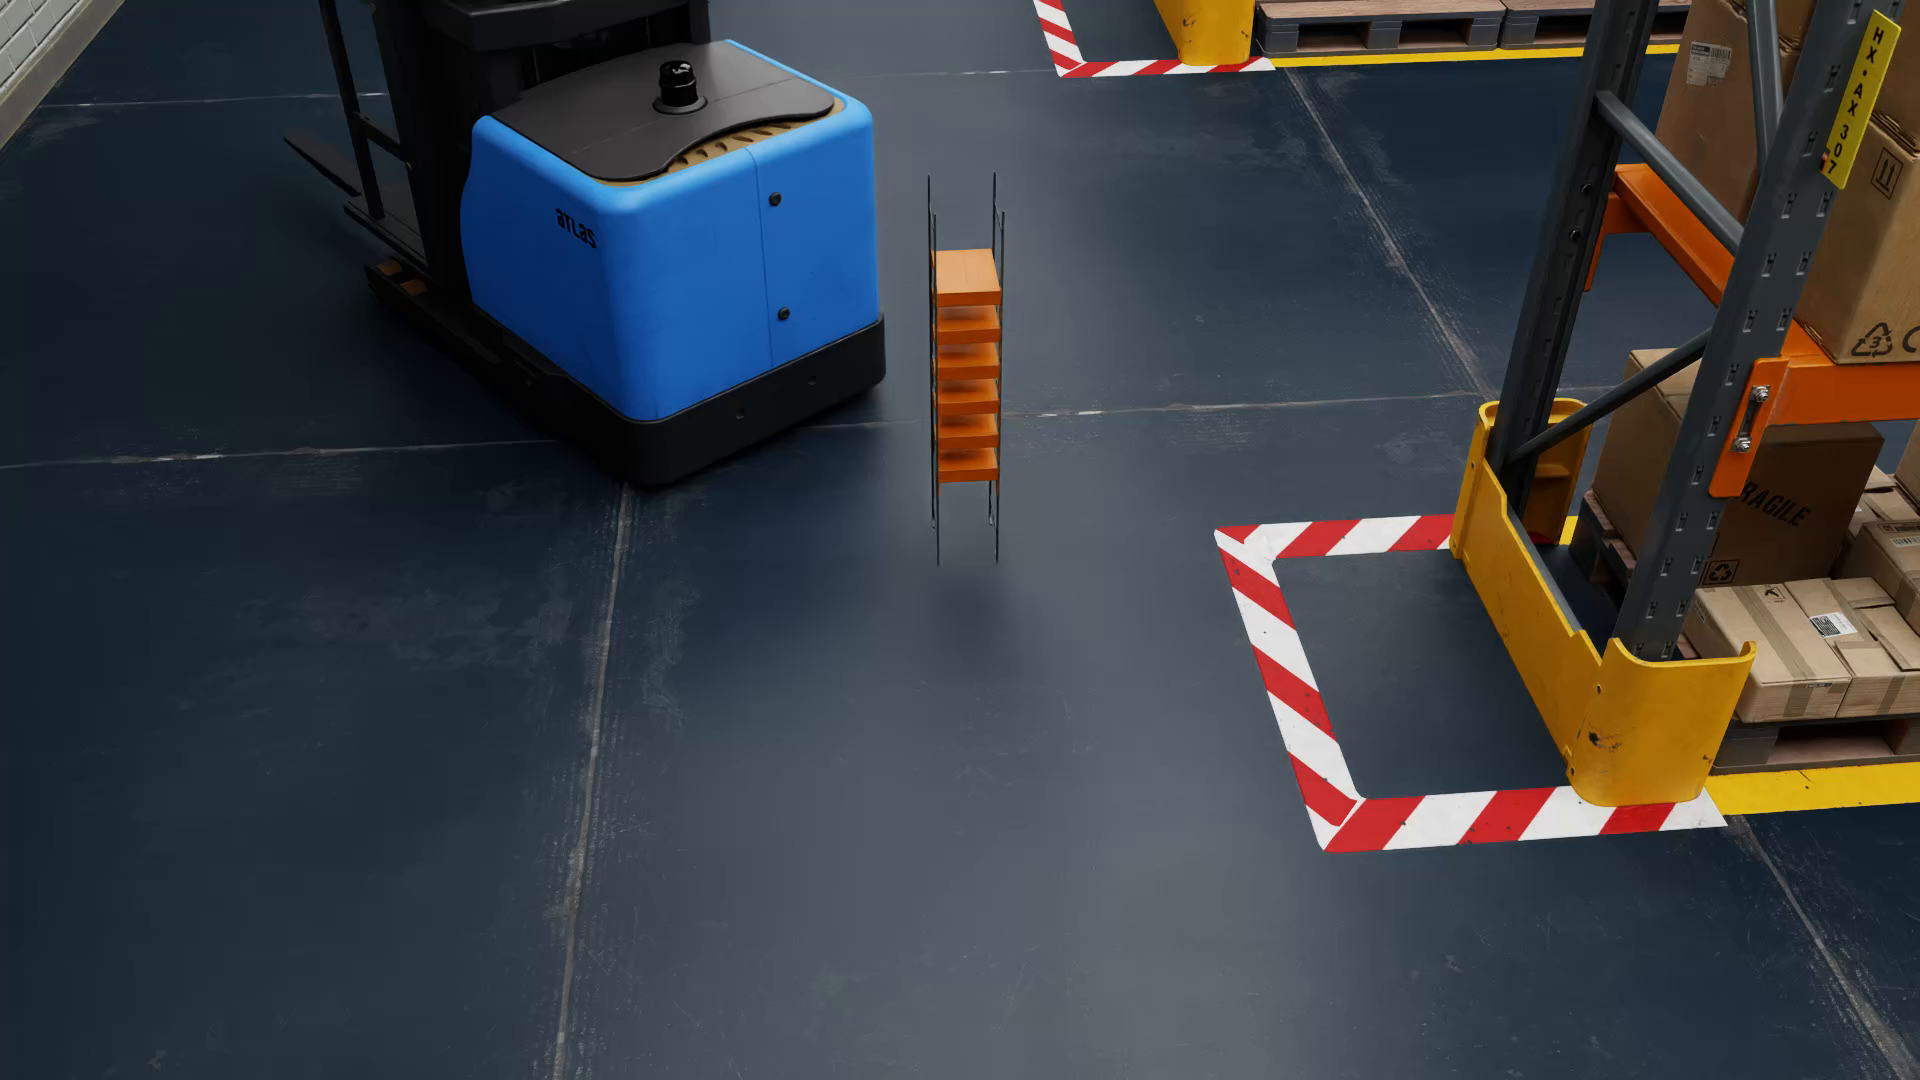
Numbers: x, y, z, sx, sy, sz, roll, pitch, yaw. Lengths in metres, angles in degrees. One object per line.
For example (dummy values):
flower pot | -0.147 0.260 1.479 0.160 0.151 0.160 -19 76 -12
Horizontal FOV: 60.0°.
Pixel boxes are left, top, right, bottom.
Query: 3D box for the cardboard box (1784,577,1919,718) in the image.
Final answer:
cardboard box | 2.375 0.275 4.411 0.250 0.166 0.380 -3 38 -4

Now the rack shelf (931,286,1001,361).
rack shelf | 0.014 -0.625 4.758 0.180 0.103 0.258 -3 38 -4

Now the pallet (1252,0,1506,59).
pallet | 2.068 -2.822 8.657 1.213 0.211 1.003 -3 38 -4

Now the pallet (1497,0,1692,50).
pallet | 3.281 -2.887 8.739 1.213 0.211 1.003 -3 38 -4

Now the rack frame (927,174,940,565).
rack frame | -0.077 -0.467 4.873 0.006 1.200 0.240 -3 38 -4

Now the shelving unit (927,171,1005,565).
shelving unit | 0.014 -0.472 4.879 0.189 1.200 0.258 -3 38 -4

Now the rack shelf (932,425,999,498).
rack shelf | 0.014 -0.249 5.056 0.180 0.103 0.258 -3 38 -4

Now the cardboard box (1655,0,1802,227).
cardboard box | 2.100 -1.071 4.105 0.500 0.500 0.500 -2 38 -3

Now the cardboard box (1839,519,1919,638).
cardboard box | 2.743 0.185 4.459 0.500 0.250 0.500 -3 38 -4

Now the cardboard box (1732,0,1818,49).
cardboard box | 2.097 -1.465 3.798 0.500 0.500 0.500 -3 38 -4

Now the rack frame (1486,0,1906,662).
rack frame | 1.678 -0.839 3.892 0.127 3.000 1.000 -3 38 -4

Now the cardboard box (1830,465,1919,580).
cardboard box | 2.609 -0.048 4.822 0.250 0.166 0.380 -3 38 -4

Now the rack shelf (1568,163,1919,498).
rack shelf | 3.670 -0.667 4.254 4.000 0.370 1.077 -3 38 -4

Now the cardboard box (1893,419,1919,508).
cardboard box | 3.147 -0.148 4.881 0.500 0.250 0.500 -3 38 -4

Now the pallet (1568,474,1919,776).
pallet | 2.548 0.207 4.818 1.213 0.211 1.003 -3 38 -4

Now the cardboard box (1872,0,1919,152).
cardboard box | 2.144 -1.133 3.376 0.500 0.500 0.500 -2 38 -3

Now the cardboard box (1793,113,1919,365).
cardboard box | 2.144 -0.740 3.686 0.500 0.500 0.500 -2 38 -3

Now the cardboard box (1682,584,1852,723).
cardboard box | 2.126 0.296 4.400 0.250 0.149 0.380 -3 38 -4

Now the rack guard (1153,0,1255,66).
rack guard | 1.221 -2.905 8.528 0.348 0.500 1.175 -3 38 -4

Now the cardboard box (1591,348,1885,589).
cardboard box | 2.198 -0.213 4.761 0.500 0.500 0.500 -3 38 -4

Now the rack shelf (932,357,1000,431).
rack shelf | 0.014 -0.437 4.907 0.180 0.103 0.258 -3 38 -4

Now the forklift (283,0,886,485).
forklift | -1.624 -2.156 5.617 1.130 2.935 3.031 -29 47 -32

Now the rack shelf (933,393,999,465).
rack shelf | 0.014 -0.343 4.981 0.180 0.103 0.258 -3 38 -4

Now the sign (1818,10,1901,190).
sign | 1.727 -0.845 3.200 0.005 0.325 0.100 -3 38 -4

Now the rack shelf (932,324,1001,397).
rack shelf | 0.014 -0.531 4.833 0.180 0.103 0.258 -3 38 -4

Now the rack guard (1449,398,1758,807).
rack guard | 1.754 0.138 4.672 0.348 0.500 1.175 -3 38 -4

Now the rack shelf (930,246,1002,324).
rack shelf | 0.014 -0.720 4.684 0.180 0.103 0.258 -3 38 -4

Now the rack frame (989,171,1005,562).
rack frame | 0.106 -0.477 4.886 0.006 1.200 0.240 -3 38 -4
